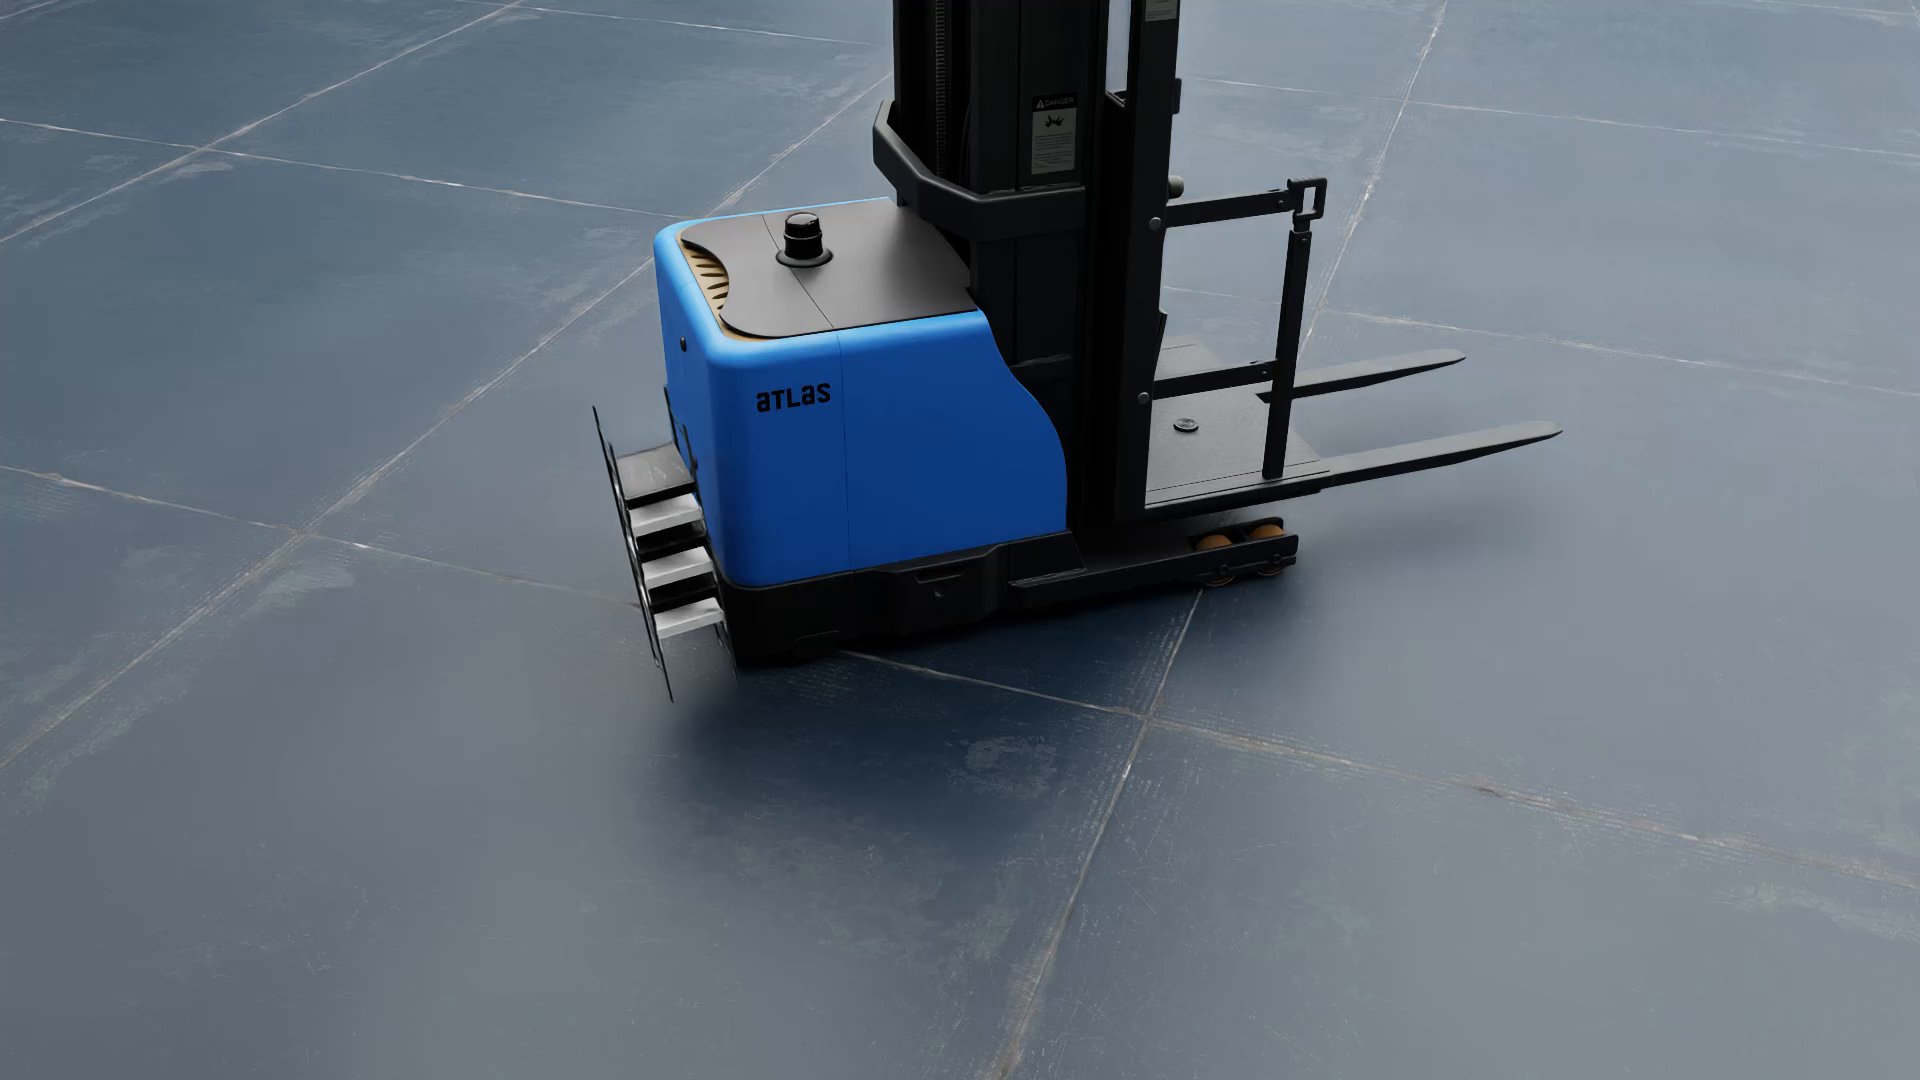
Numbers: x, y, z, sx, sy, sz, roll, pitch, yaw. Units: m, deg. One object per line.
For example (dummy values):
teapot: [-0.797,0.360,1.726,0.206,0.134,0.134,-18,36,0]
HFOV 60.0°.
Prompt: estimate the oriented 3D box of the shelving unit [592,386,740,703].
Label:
shelving unit: [-0.841,0.026,4.801,0.210,0.900,0.258,-17,36,-15]

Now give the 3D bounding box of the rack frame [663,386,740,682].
rack frame: [-0.747,-0.002,4.828,0.006,0.900,0.240,-17,36,-15]

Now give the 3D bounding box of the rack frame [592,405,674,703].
rack frame: [-0.935,0.054,4.775,0.006,0.900,0.240,-17,36,-15]

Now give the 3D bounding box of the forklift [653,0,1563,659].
forklift: [0.593,-1.340,5.060,3.031,2.935,1.130,-10,34,-16]

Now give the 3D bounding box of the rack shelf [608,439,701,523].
rack shelf: [-0.862,-0.168,4.667,0.200,0.077,0.258,-17,36,-15]

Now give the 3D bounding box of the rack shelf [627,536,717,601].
rack shelf: [-0.839,0.053,4.820,0.200,0.077,0.258,-17,36,-15]

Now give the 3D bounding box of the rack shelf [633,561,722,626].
rack shelf: [-0.831,0.127,4.872,0.200,0.077,0.258,-17,36,-15]

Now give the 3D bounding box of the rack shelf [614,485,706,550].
rack shelf: [-0.854,-0.094,4.718,0.200,0.077,0.258,-17,36,-15]

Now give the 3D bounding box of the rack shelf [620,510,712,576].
rack shelf: [-0.846,-0.020,4.769,0.200,0.077,0.258,-17,36,-15]

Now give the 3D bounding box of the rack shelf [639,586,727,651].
rack shelf: [-0.823,0.200,4.923,0.200,0.077,0.258,-17,36,-15]
